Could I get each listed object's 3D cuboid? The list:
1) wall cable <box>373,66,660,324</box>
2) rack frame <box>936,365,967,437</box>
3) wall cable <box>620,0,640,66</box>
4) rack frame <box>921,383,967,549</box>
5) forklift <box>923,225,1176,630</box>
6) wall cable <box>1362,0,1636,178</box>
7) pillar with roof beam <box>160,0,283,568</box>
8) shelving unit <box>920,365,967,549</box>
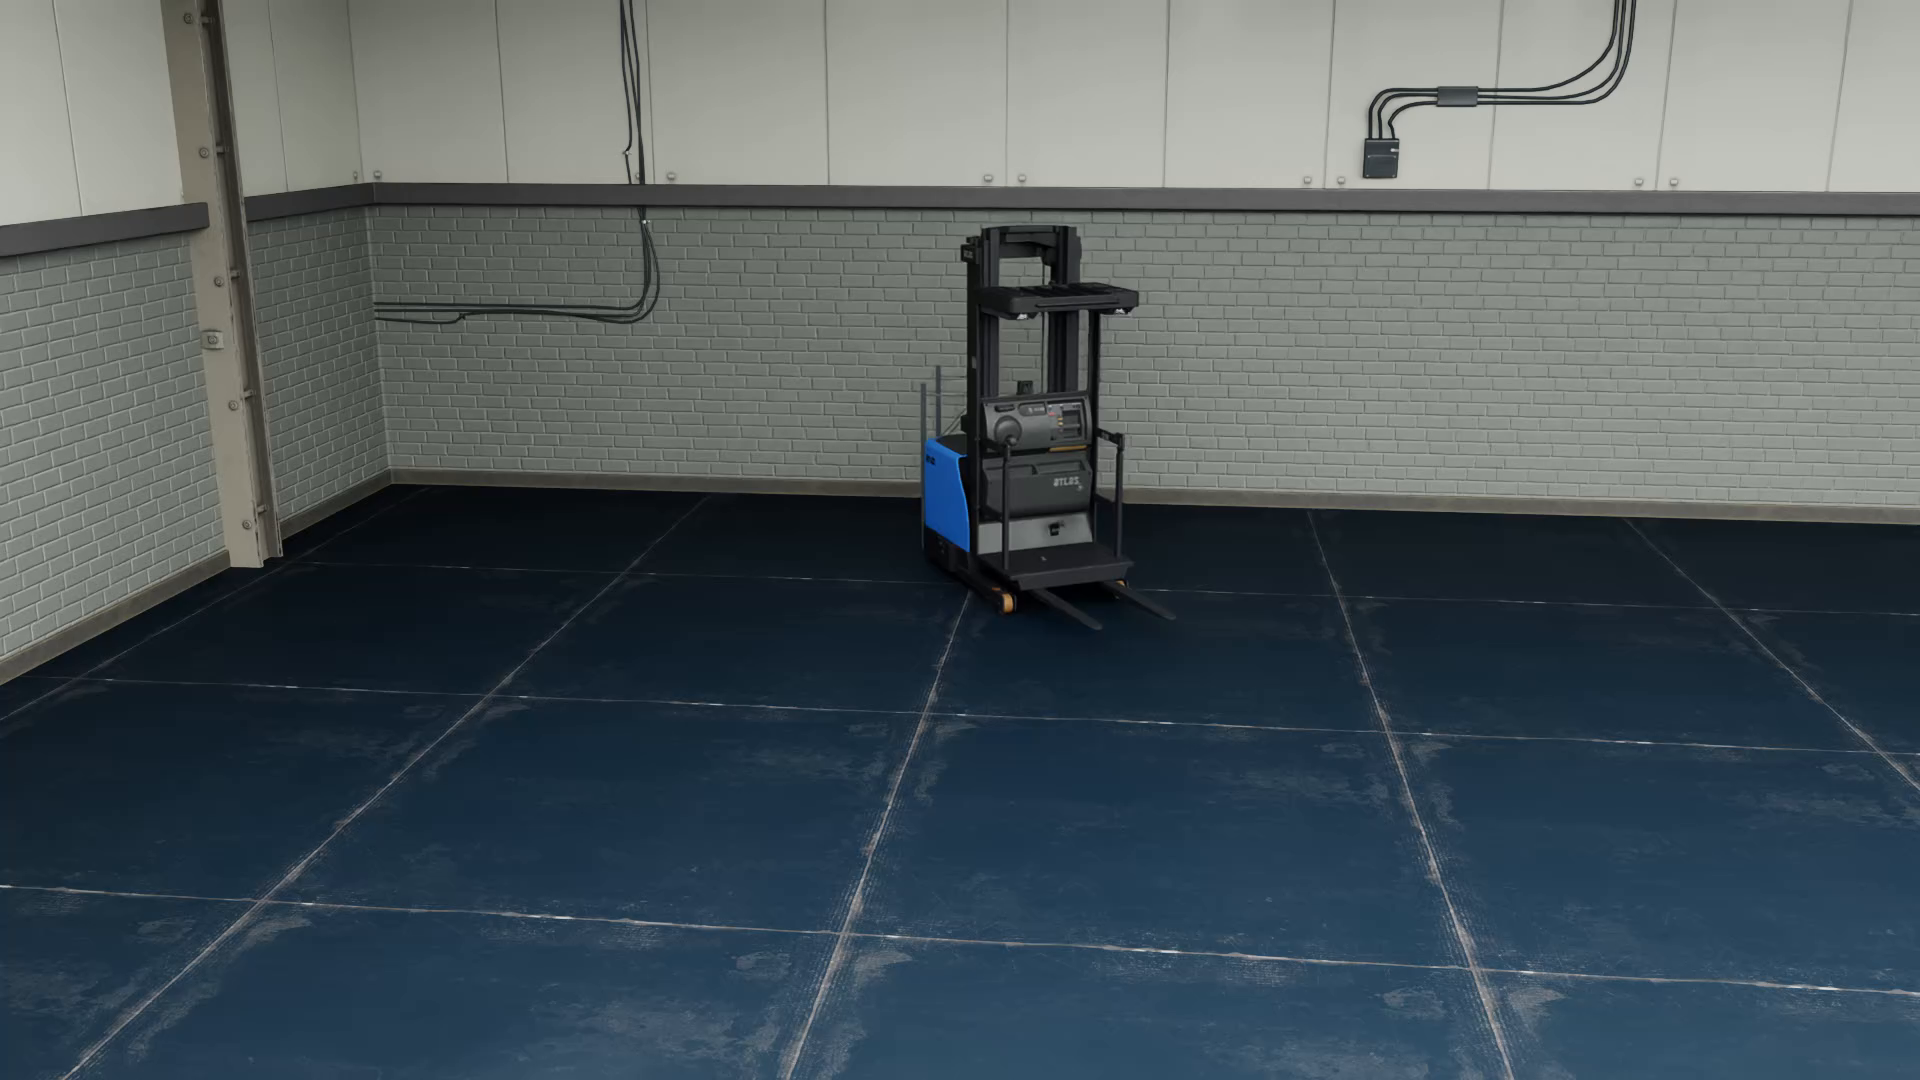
[{"bbox_3d":[-4.527,-3.387,16.486,3.097,2.526,0.112,2,15,6],"label":"wall cable"},{"bbox_3d":[0.023,-0.908,15.734,0.500,1.500,0.032,2,15,6],"label":"rack frame"},{"bbox_3d":[-1.839,-5.745,15.532,3.097,2.526,0.112,2,15,6],"label":"wall cable"},{"bbox_3d":[-0.096,-0.644,14.759,0.500,1.500,0.032,2,15,6],"label":"rack frame"},{"bbox_3d":[0.709,-0.956,13.169,1.130,2.935,3.031,-6,16,-22],"label":"forklift"},{"bbox_3d":[4.904,-6.244,14.587,2.305,6.003,0.169,2,15,6],"label":"wall cable"},{"bbox_3d":[-1.896,-4.034,12.930,9.100,9.000,0.400,2,15,6],"label":"pillar with roof beam"},{"bbox_3d":[-0.036,-0.776,15.247,0.538,1.500,1.048,2,15,6],"label":"shelving unit"}]
